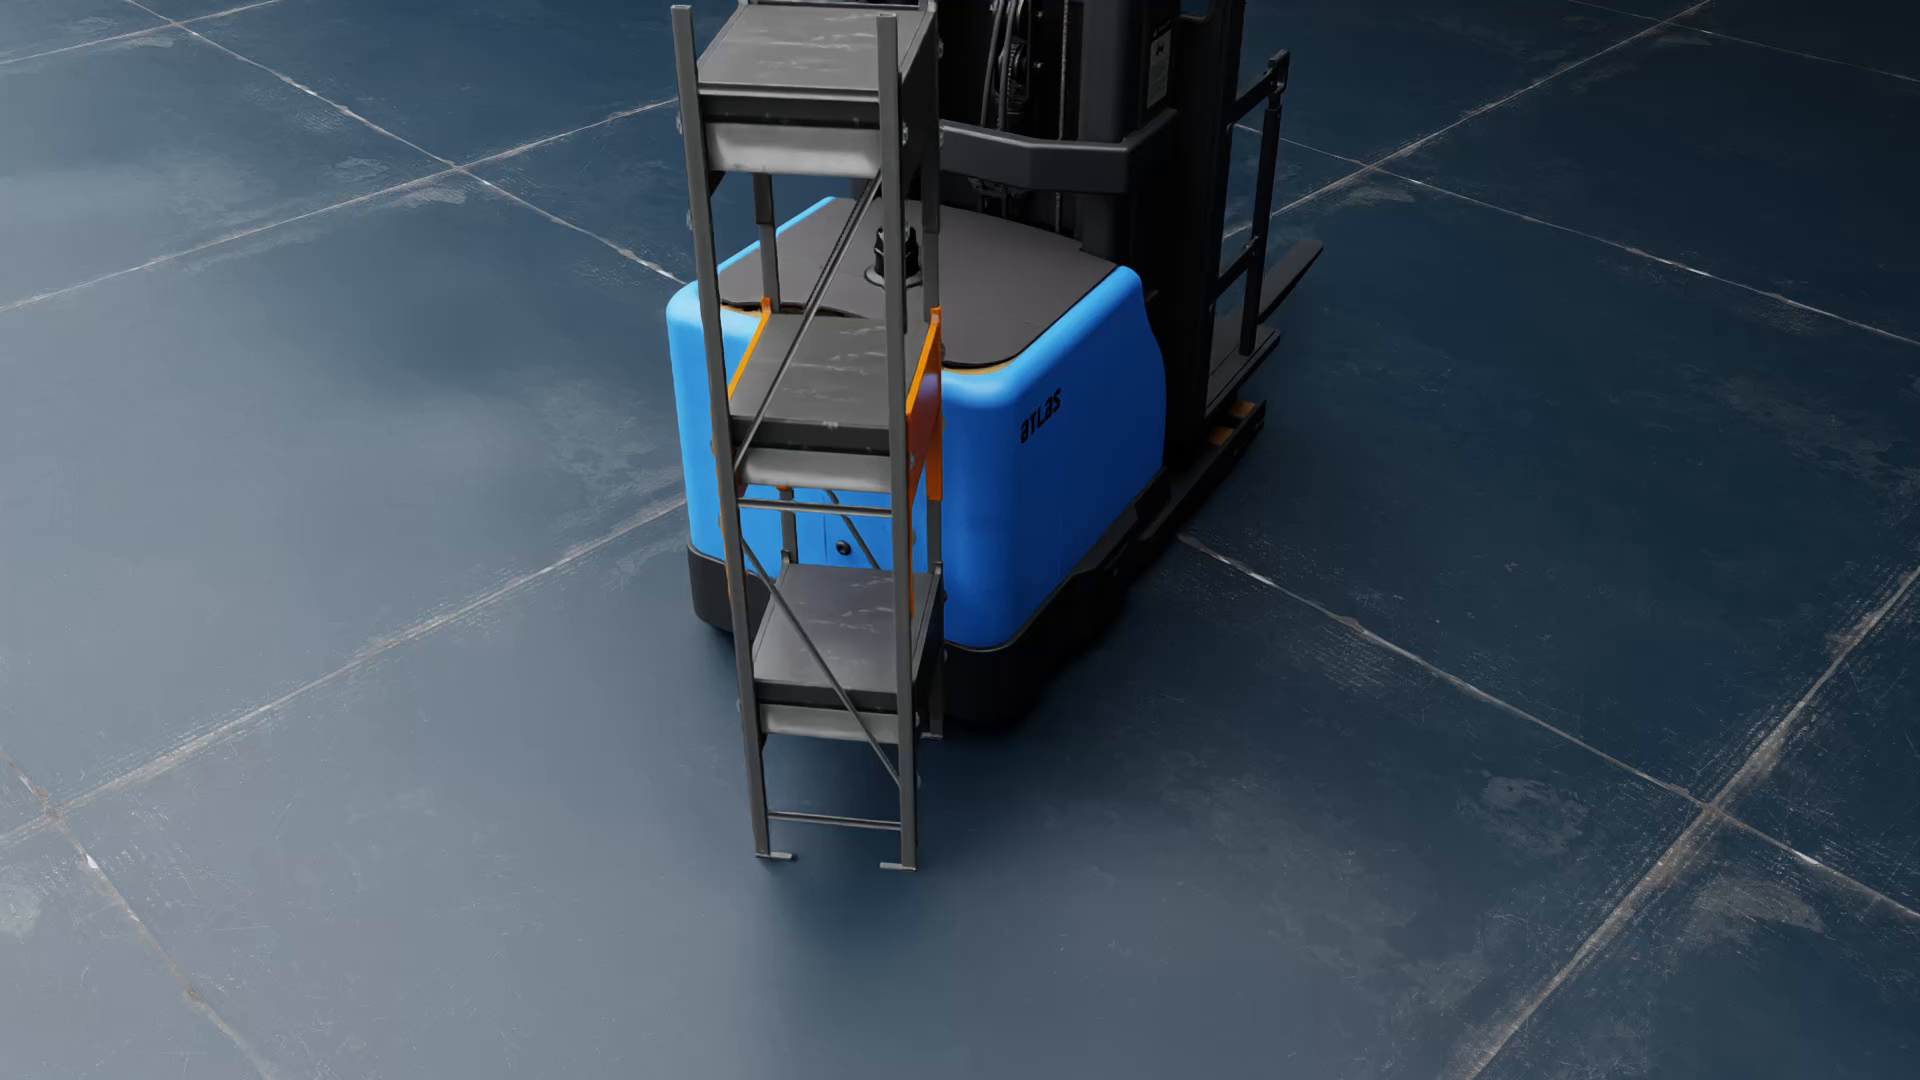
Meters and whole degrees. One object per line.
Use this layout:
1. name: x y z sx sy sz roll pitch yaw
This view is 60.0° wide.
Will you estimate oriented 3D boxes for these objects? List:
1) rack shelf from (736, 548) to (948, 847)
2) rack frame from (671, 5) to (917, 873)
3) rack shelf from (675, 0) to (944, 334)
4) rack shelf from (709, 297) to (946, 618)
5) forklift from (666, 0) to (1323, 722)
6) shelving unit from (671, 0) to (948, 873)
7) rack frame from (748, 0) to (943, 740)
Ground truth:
1. rack shelf: -0.275 0.384 4.111 0.431 0.518 0.480 4 35 6
2. rack frame: -0.307 -0.063 3.505 0.400 2.100 0.015 4 35 6
3. rack shelf: -0.277 -0.765 3.311 0.431 0.518 0.480 4 35 6
4. rack shelf: -0.276 -0.191 3.711 0.431 0.518 0.480 4 35 6
5. forklift: 0.390 -1.537 4.892 1.130 2.935 3.031 18 39 24
6. shelving unit: -0.276 -0.202 3.703 0.431 2.100 0.503 4 35 6
7. rack frame: -0.246 -0.340 3.902 0.400 2.100 0.015 4 35 6
